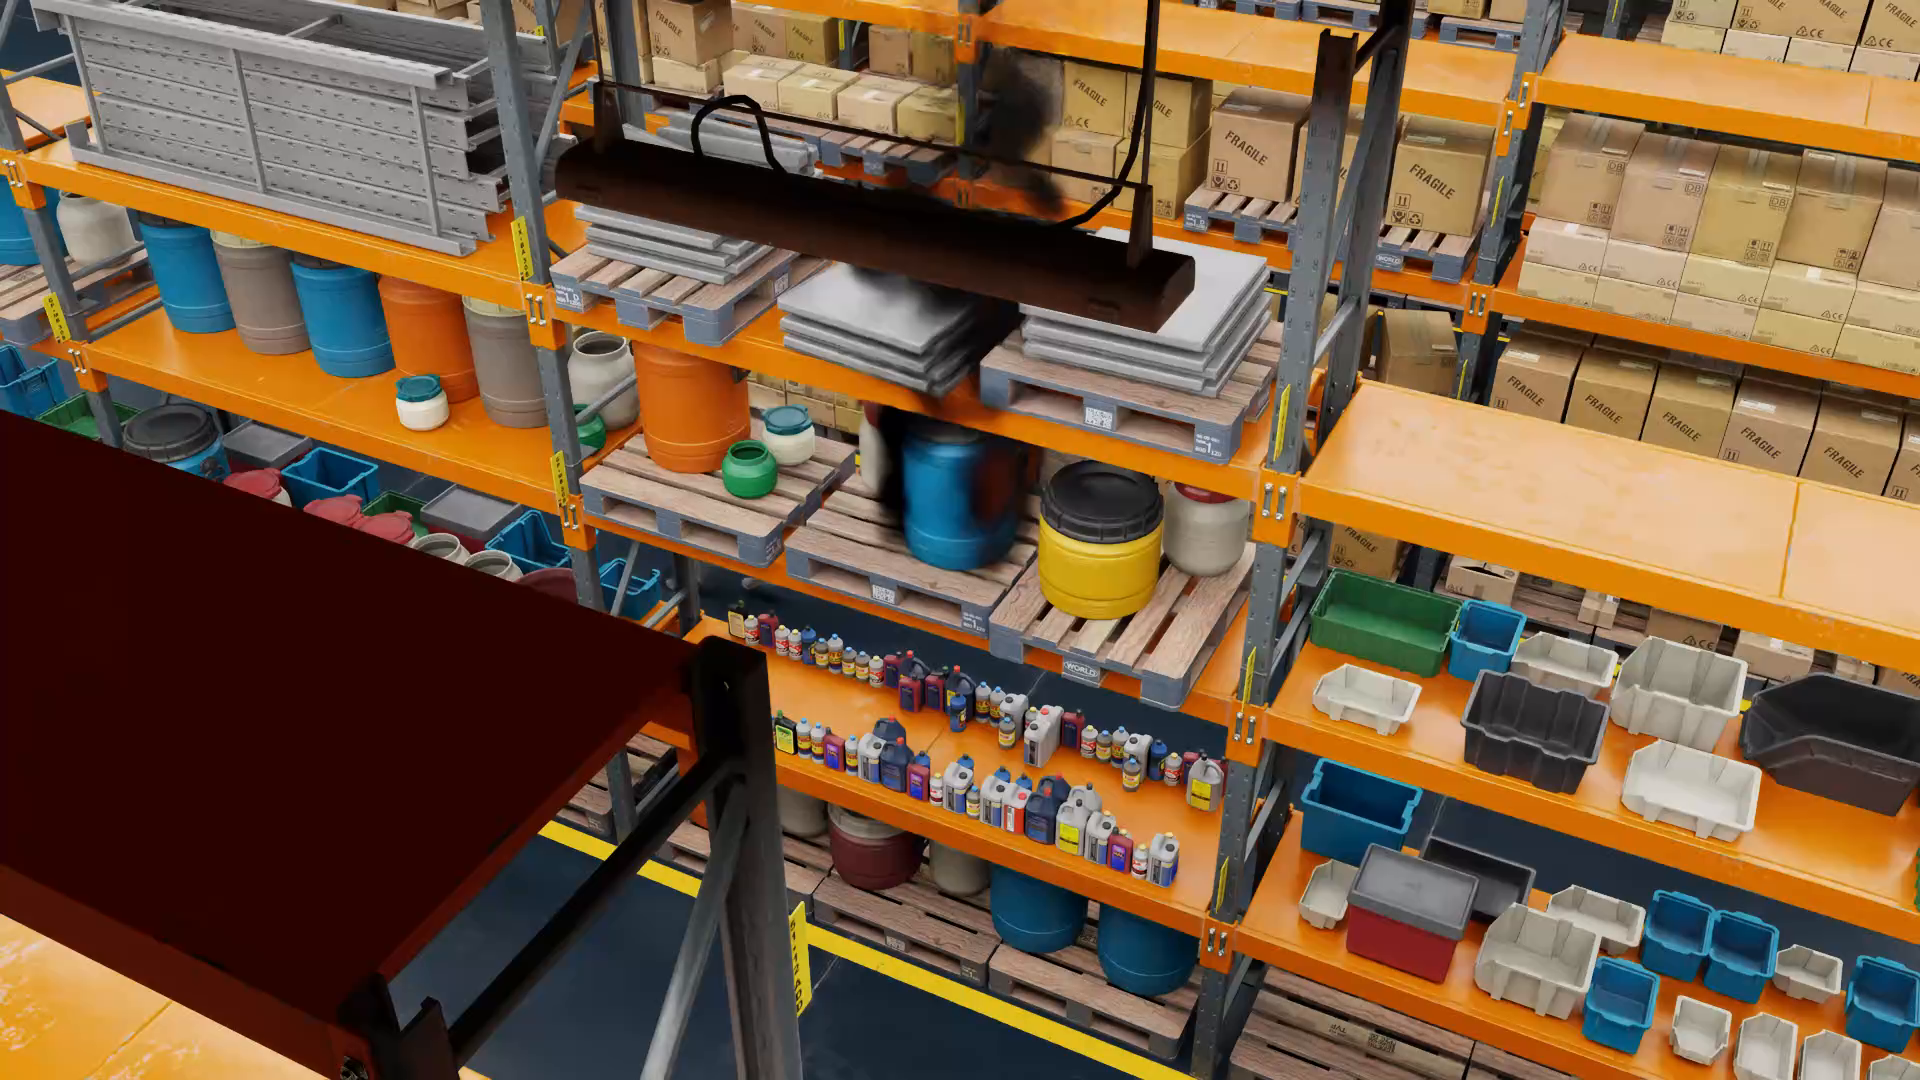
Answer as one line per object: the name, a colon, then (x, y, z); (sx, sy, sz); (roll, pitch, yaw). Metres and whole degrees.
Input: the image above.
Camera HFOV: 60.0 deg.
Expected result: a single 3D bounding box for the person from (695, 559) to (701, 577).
person: (-1.904, -0.392, 12.767); (0.868, 1.666, 0.640); (15, 38, 20)
